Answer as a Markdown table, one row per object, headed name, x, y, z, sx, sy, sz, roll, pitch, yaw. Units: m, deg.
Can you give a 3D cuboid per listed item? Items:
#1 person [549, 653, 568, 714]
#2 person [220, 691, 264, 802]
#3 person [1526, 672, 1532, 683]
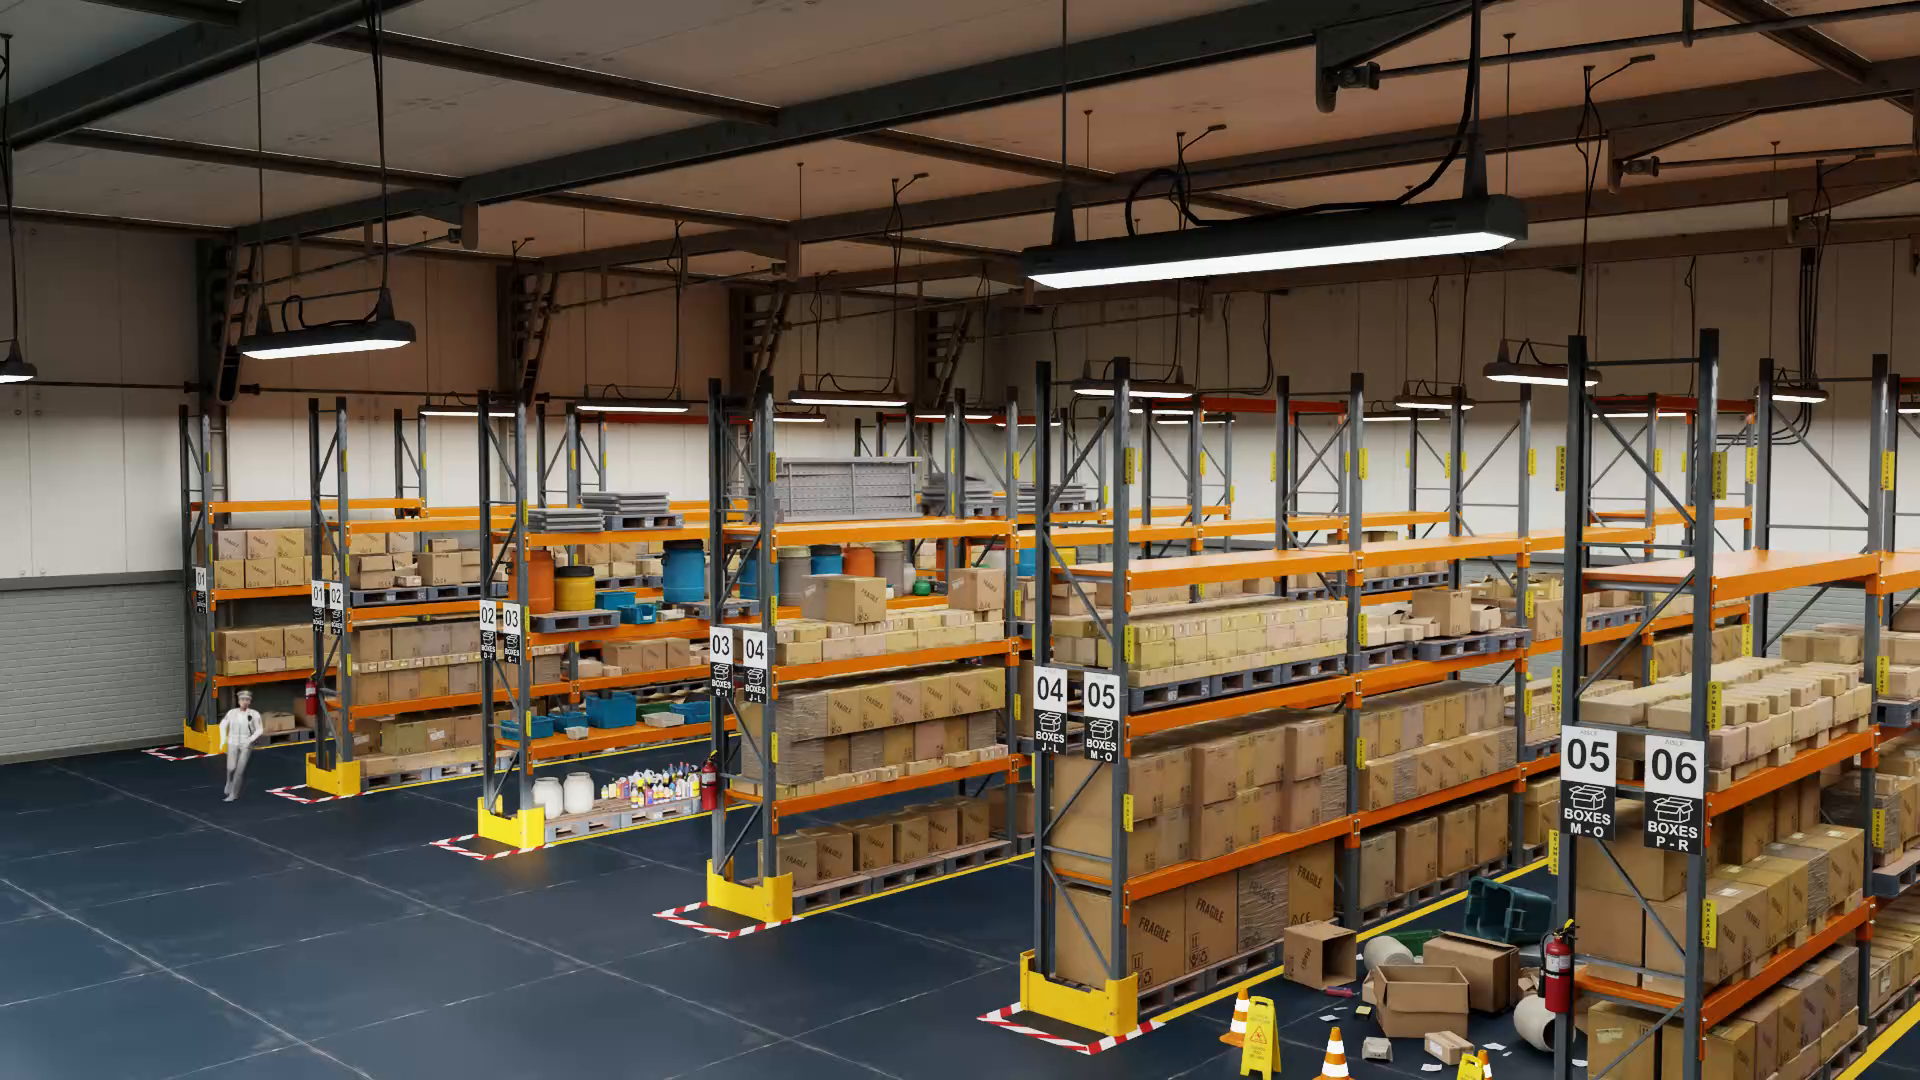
| name | x | y | z | sx | sy | sz | roll | pitch | yaw |
| --- | --- | --- | --- | --- | --- | --- | --- | --- | --- |
| person | -7.273 | 2.735 | 30.042 | 0.670 | 1.695 | 0.859 | 2 | 4 | 38 |
| person | -10.657 | 3.052 | 24.640 | 0.619 | 1.639 | 0.501 | -1 | 3 | -17 |
| person | 8.714 | 2.929 | 25.802 | 0.669 | 1.782 | 0.718 | 3 | 4 | 40 |
